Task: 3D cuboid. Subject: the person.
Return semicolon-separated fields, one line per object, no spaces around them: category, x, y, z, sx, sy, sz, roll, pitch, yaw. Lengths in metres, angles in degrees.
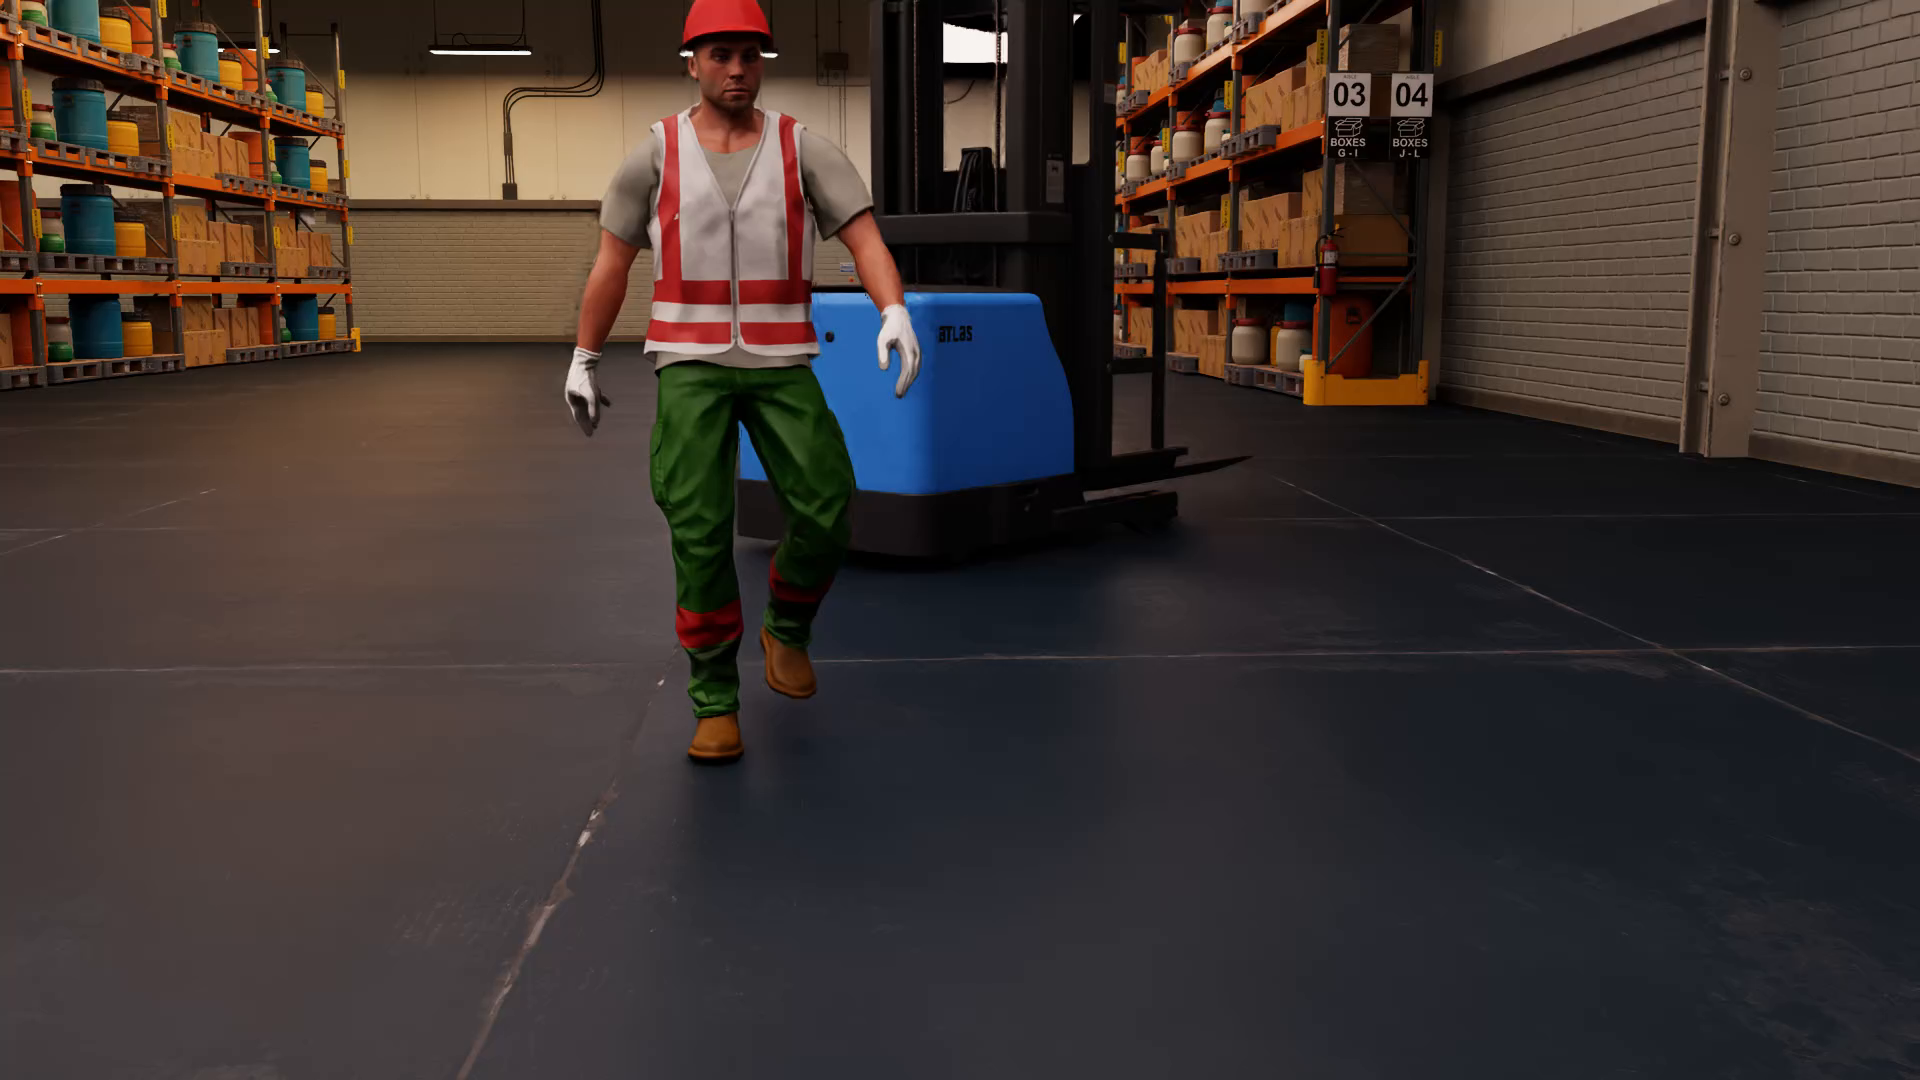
person;-0.530;-0.396;3.963;0.812;1.766;0.590;-2;9;-12

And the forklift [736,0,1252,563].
forklift;0.361;-1.530;7.637;1.130;2.935;3.031;6;11;37
